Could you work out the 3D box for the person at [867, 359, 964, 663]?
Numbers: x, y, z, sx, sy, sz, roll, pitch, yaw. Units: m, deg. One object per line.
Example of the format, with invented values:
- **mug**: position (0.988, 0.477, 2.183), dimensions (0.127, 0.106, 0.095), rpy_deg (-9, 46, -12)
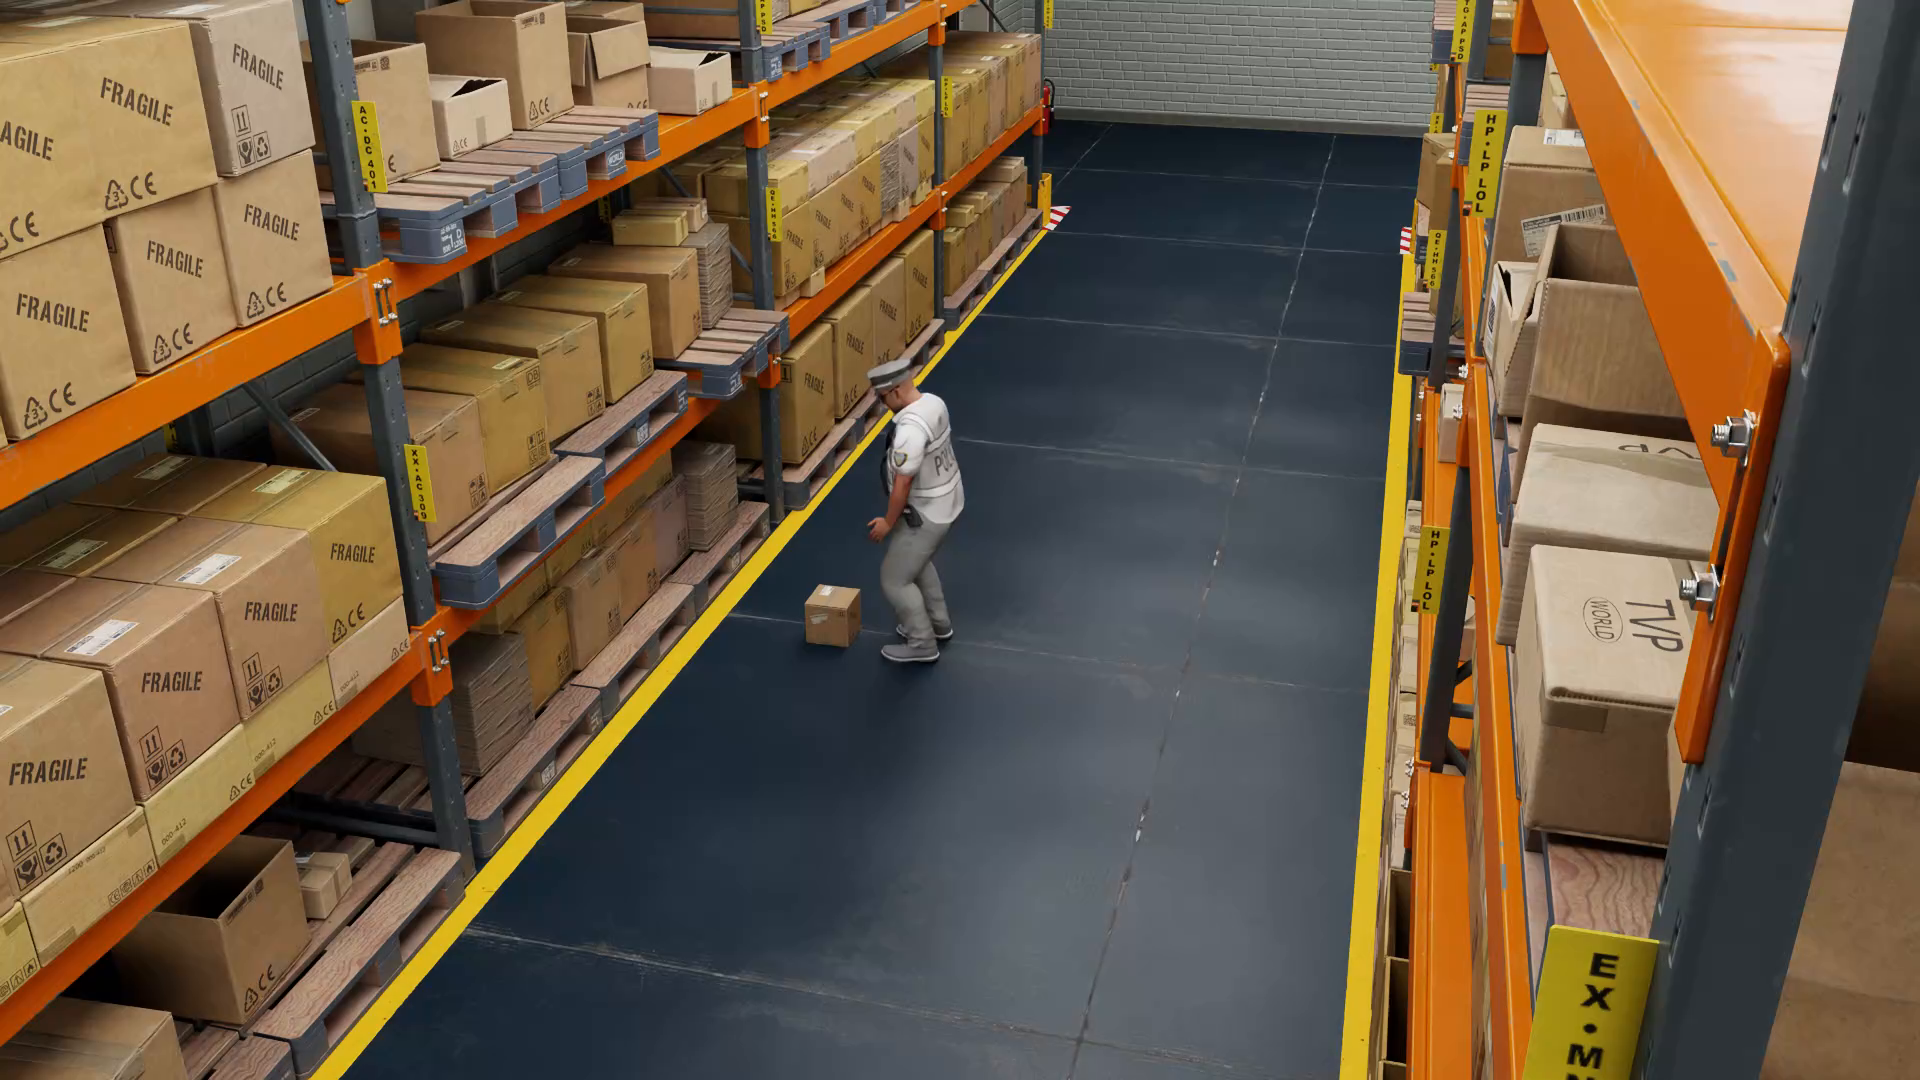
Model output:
- **person**: position (-0.245, -0.152, 9.000), dimensions (0.496, 1.701, 0.557), rpy_deg (7, 26, 14)
